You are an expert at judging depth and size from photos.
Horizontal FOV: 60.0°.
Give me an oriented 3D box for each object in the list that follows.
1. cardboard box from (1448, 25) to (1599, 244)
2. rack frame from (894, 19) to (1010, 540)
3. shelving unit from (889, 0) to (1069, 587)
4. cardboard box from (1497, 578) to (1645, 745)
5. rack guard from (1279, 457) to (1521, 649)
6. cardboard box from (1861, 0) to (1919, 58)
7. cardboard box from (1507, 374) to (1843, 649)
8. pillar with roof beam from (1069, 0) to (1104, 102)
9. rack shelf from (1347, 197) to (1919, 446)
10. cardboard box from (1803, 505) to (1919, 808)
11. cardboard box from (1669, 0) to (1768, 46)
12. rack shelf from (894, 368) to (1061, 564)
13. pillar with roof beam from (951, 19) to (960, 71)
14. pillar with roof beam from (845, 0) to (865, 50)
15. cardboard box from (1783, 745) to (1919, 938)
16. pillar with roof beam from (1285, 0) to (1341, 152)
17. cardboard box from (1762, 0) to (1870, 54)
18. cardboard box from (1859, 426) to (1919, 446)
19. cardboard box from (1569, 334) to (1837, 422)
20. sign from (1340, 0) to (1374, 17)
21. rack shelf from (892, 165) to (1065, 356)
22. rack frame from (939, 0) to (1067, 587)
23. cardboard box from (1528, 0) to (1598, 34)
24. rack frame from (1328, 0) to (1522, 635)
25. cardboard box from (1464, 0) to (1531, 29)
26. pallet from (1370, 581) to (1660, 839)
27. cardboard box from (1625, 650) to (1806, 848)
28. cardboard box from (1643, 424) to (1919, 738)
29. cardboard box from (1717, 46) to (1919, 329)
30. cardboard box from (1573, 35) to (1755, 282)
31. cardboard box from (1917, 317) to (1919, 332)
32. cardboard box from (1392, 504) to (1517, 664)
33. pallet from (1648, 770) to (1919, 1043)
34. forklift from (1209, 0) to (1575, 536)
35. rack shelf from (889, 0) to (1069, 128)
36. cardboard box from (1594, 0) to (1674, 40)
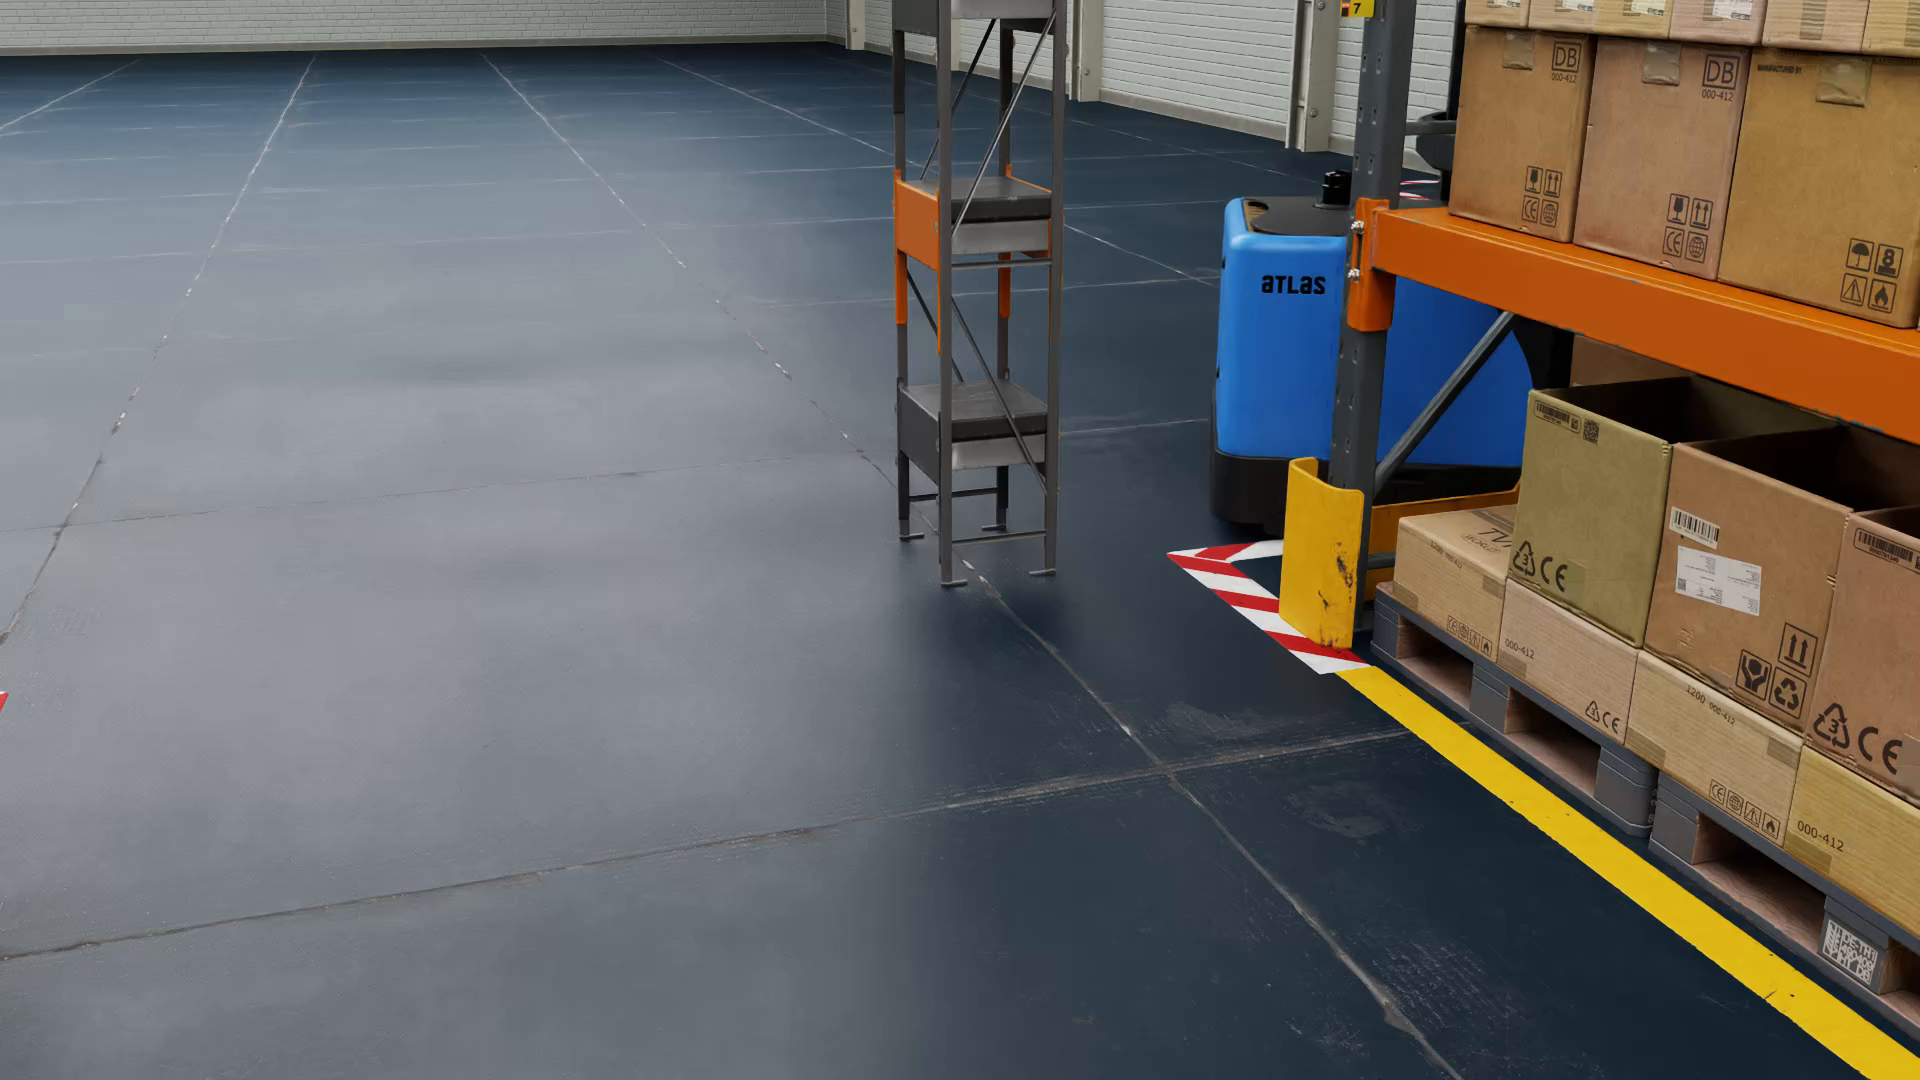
[{"bbox_3d":[1.741,-1.083,4.345,0.700,0.500,0.500,-6,21,-17],"label":"cardboard box"},{"bbox_3d":[-0.025,-1.013,5.632,0.400,2.100,0.015,-6,21,-17],"label":"rack frame"},{"bbox_3d":[0.052,-0.935,5.414,0.431,2.100,0.503,-6,21,-17],"label":"shelving unit"},{"bbox_3d":[1.725,0.265,4.186,0.500,0.250,0.500,-6,21,-17],"label":"cardboard box"},{"bbox_3d":[1.599,-0.018,5.227,1.175,0.500,0.348,-6,21,-17],"label":"rack guard"},{"bbox_3d":[1.932,-0.977,3.092,0.380,0.149,0.250,-7,21,-18],"label":"cardboard box"},{"bbox_3d":[1.723,-0.087,4.059,0.500,0.500,0.500,-6,21,-17],"label":"cardboard box"},{"bbox_3d":[-2.395,-9.724,19.677,9.100,9.000,0.400,-6,21,-17],"label":"pillar with roof beam"},{"bbox_3d":[2.235,-0.206,3.118,1.077,0.370,4.000,-6,21,-17],"label":"rack shelf"},{"bbox_3d":[2.033,0.234,3.164,0.500,0.500,0.500,-6,21,-17],"label":"cardboard box"},{"bbox_3d":[1.765,-1.144,3.558,0.380,0.149,0.250,-7,21,-18],"label":"cardboard box"},{"bbox_3d":[0.052,-0.263,5.655,0.431,0.518,0.480,-6,21,-17],"label":"rack shelf"},{"bbox_3d":[-4.281,-11.649,25.037,9.100,9.000,0.400,-6,21,-17],"label":"pillar with roof beam"},{"bbox_3d":[-6.167,-13.575,30.398,9.100,9.000,0.400,-6,21,-17],"label":"pillar with roof beam"},{"bbox_3d":[2.034,0.587,3.291,0.500,0.250,0.500,-6,21,-17],"label":"cardboard box"},{"bbox_3d":[-0.509,-7.798,14.316,9.100,9.000,0.400,-6,21,-17],"label":"pillar with roof beam"},{"bbox_3d":[1.852,-1.059,3.321,0.380,0.149,0.250,-7,21,-19],"label":"cardboard box"},{"bbox_3d":[2.386,0.017,3.770,0.500,0.500,0.500,-6,21,-17],"label":"cardboard box"},{"bbox_3d":[2.058,-0.303,4.659,0.500,0.500,0.500,-6,21,-17],"label":"cardboard box"},{"bbox_3d":[1.078,-1.574,4.465,0.100,0.325,0.005,-6,21,-17],"label":"sign"},{"bbox_3d":[0.052,-0.922,5.418,0.431,0.518,0.480,-6,21,-17],"label":"rack shelf"},{"bbox_3d":[0.129,-0.857,5.196,0.400,2.100,0.015,-6,21,-17],"label":"rack frame"},{"bbox_3d":[1.611,-1.306,4.007,0.380,0.149,0.250,-7,21,-19],"label":"cardboard box"},{"bbox_3d":[1.607,-1.187,4.783,1.000,3.000,0.127,-6,21,-17],"label":"rack frame"},{"bbox_3d":[1.525,-1.390,4.242,0.380,0.149,0.250,-7,21,-18],"label":"cardboard box"},{"bbox_3d":[1.887,0.366,4.584,1.003,0.211,1.213,-6,21,-17],"label":"pallet"},{"bbox_3d":[1.881,0.426,3.740,0.500,0.250,0.500,-6,21,-17],"label":"cardboard box"},{"bbox_3d":[1.892,0.072,3.616,0.500,0.500,0.500,-6,21,-17],"label":"cardboard box"},{"bbox_3d":[2.061,-0.755,3.432,0.700,0.500,0.500,-6,21,-17],"label":"cardboard box"},{"bbox_3d":[1.911,-0.915,3.878,0.700,0.500,0.500,-6,21,-16],"label":"cardboard box"},{"bbox_3d":[2.230,-0.586,2.963,0.700,0.500,0.500,-6,21,-16],"label":"cardboard box"},{"bbox_3d":[1.564,0.105,4.632,0.500,0.250,0.500,-6,21,-17],"label":"cardboard box"},{"bbox_3d":[2.266,0.757,3.496,1.003,0.211,1.213,-6,21,-17],"label":"pallet"},{"bbox_3d":[2.461,-1.486,5.717,3.031,2.935,1.130,3,20,7],"label":"forklift"},{"bbox_3d":[0.052,-1.581,5.182,0.431,0.518,0.480,-6,21,-17],"label":"rack shelf"},{"bbox_3d":[1.688,-1.226,3.784,0.380,0.149,0.250,-6,21,-17],"label":"cardboard box"}]
